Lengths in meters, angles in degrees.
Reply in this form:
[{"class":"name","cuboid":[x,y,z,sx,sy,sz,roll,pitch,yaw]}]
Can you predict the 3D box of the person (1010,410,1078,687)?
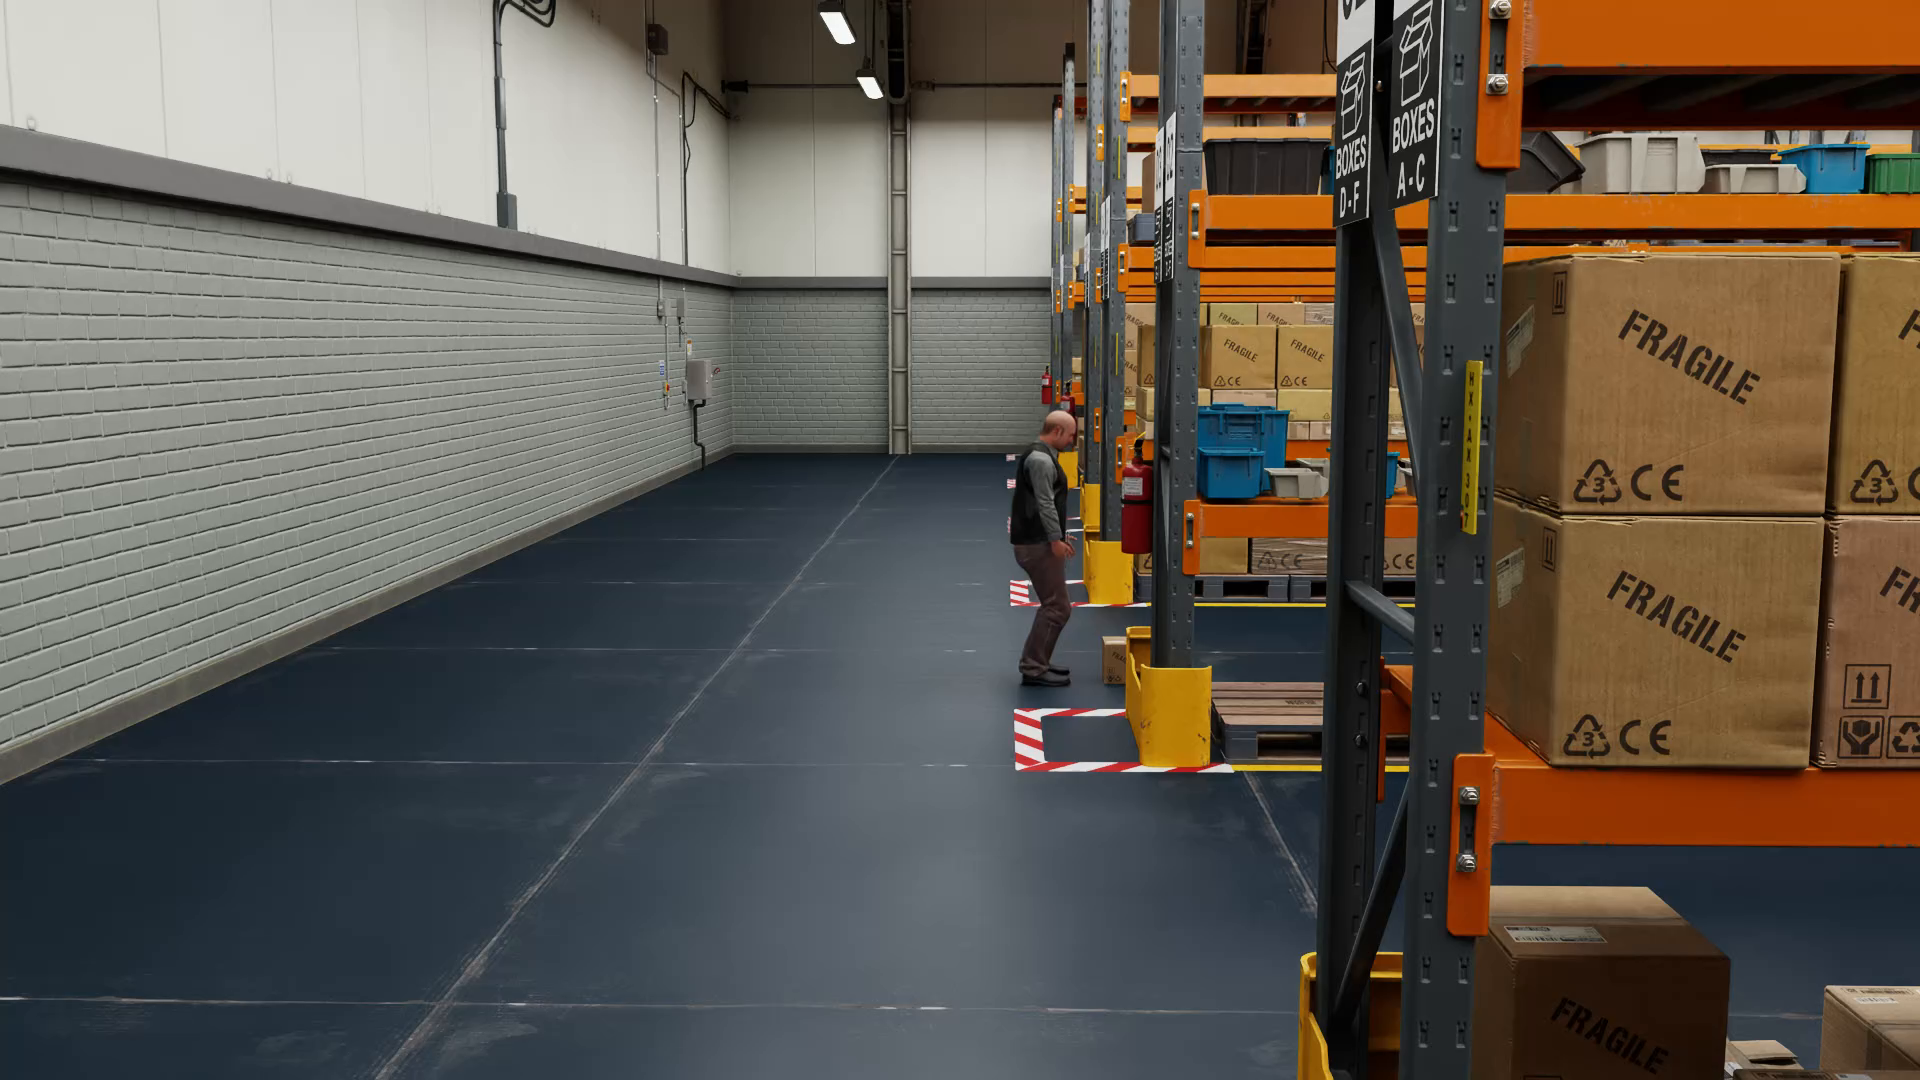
[{"class":"person","cuboid":[0.519,0.039,10.274,0.423,1.678,0.556,0,7,3]}]
